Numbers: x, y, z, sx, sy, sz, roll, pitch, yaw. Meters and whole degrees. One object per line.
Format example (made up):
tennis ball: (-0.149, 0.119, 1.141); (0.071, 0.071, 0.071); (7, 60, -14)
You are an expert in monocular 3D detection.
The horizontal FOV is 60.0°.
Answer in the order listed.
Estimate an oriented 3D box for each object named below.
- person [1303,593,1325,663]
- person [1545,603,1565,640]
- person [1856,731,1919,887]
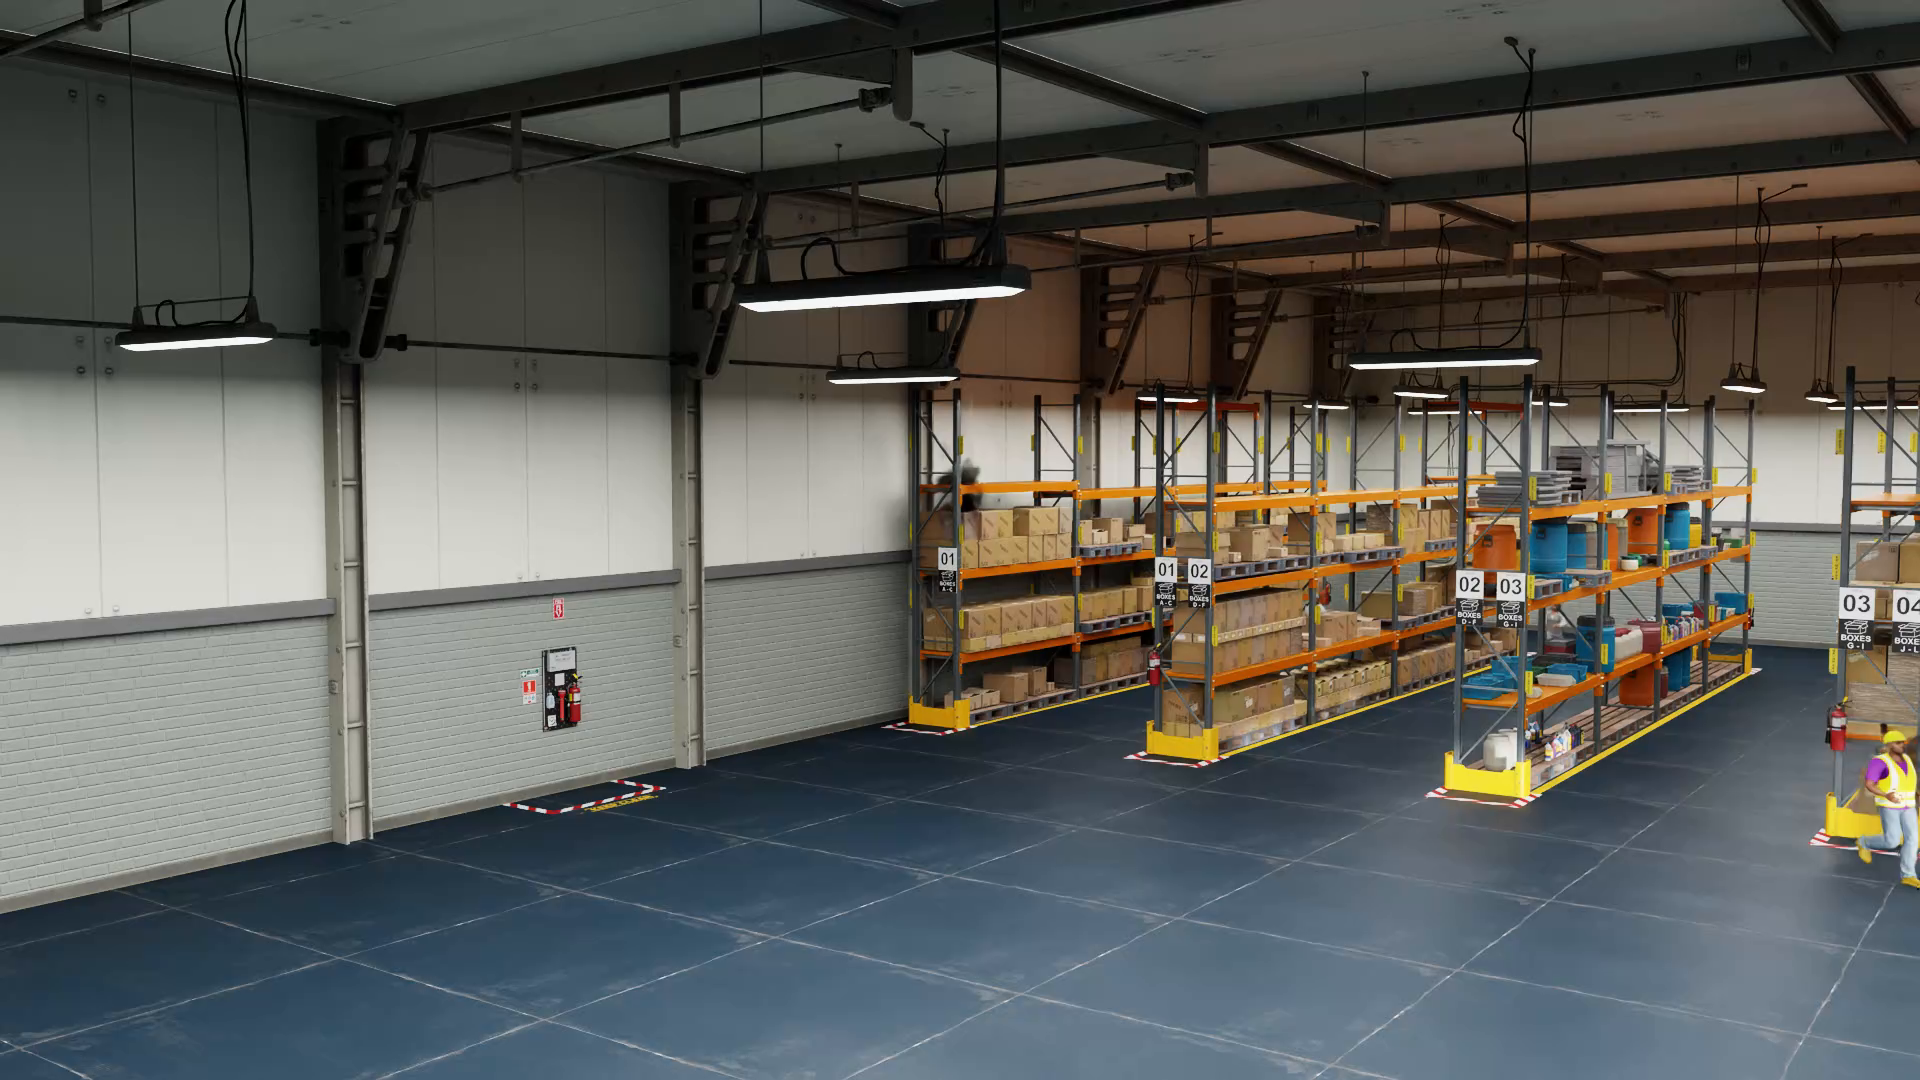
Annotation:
person: (8.003, 2.009, 37.712); (0.552, 1.662, 0.617); (1, 4, 24)
person: (13.088, 2.115, 36.666); (0.501, 1.616, 0.759); (2, 4, 28)
person: (10.742, 3.052, 19.077); (0.713, 1.738, 0.919); (-1, 3, -13)
